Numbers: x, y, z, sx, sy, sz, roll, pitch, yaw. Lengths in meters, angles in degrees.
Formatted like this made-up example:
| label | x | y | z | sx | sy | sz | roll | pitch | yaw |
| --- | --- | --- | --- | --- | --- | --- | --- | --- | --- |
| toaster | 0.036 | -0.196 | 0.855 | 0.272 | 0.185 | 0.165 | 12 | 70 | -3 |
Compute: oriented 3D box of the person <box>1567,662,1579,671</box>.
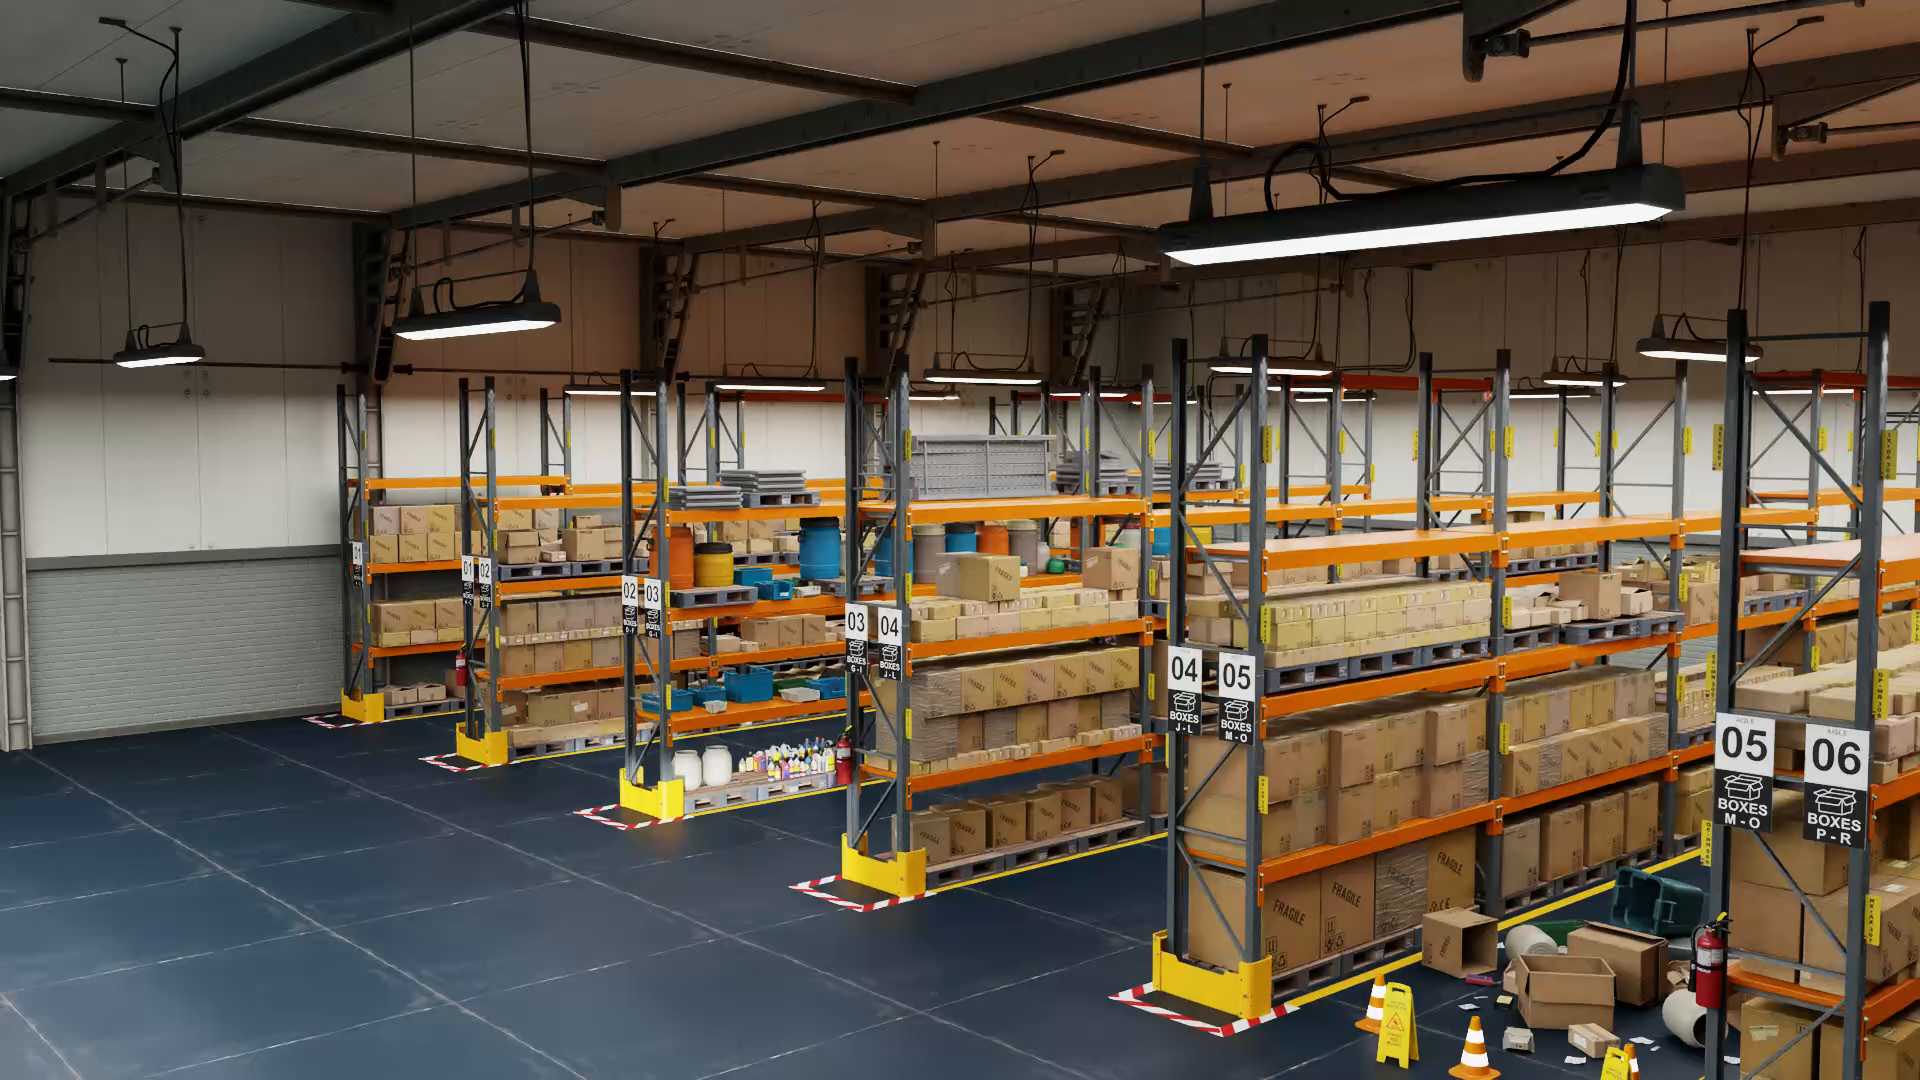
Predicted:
| label | x | y | z | sx | sy | sz | roll | pitch | yaw |
| --- | --- | --- | --- | --- | --- | --- | --- | --- | --- |
| person | 9.524 | 2.683 | 25.771 | 0.544 | 1.612 | 0.591 | 3 | 5 | 42 |
